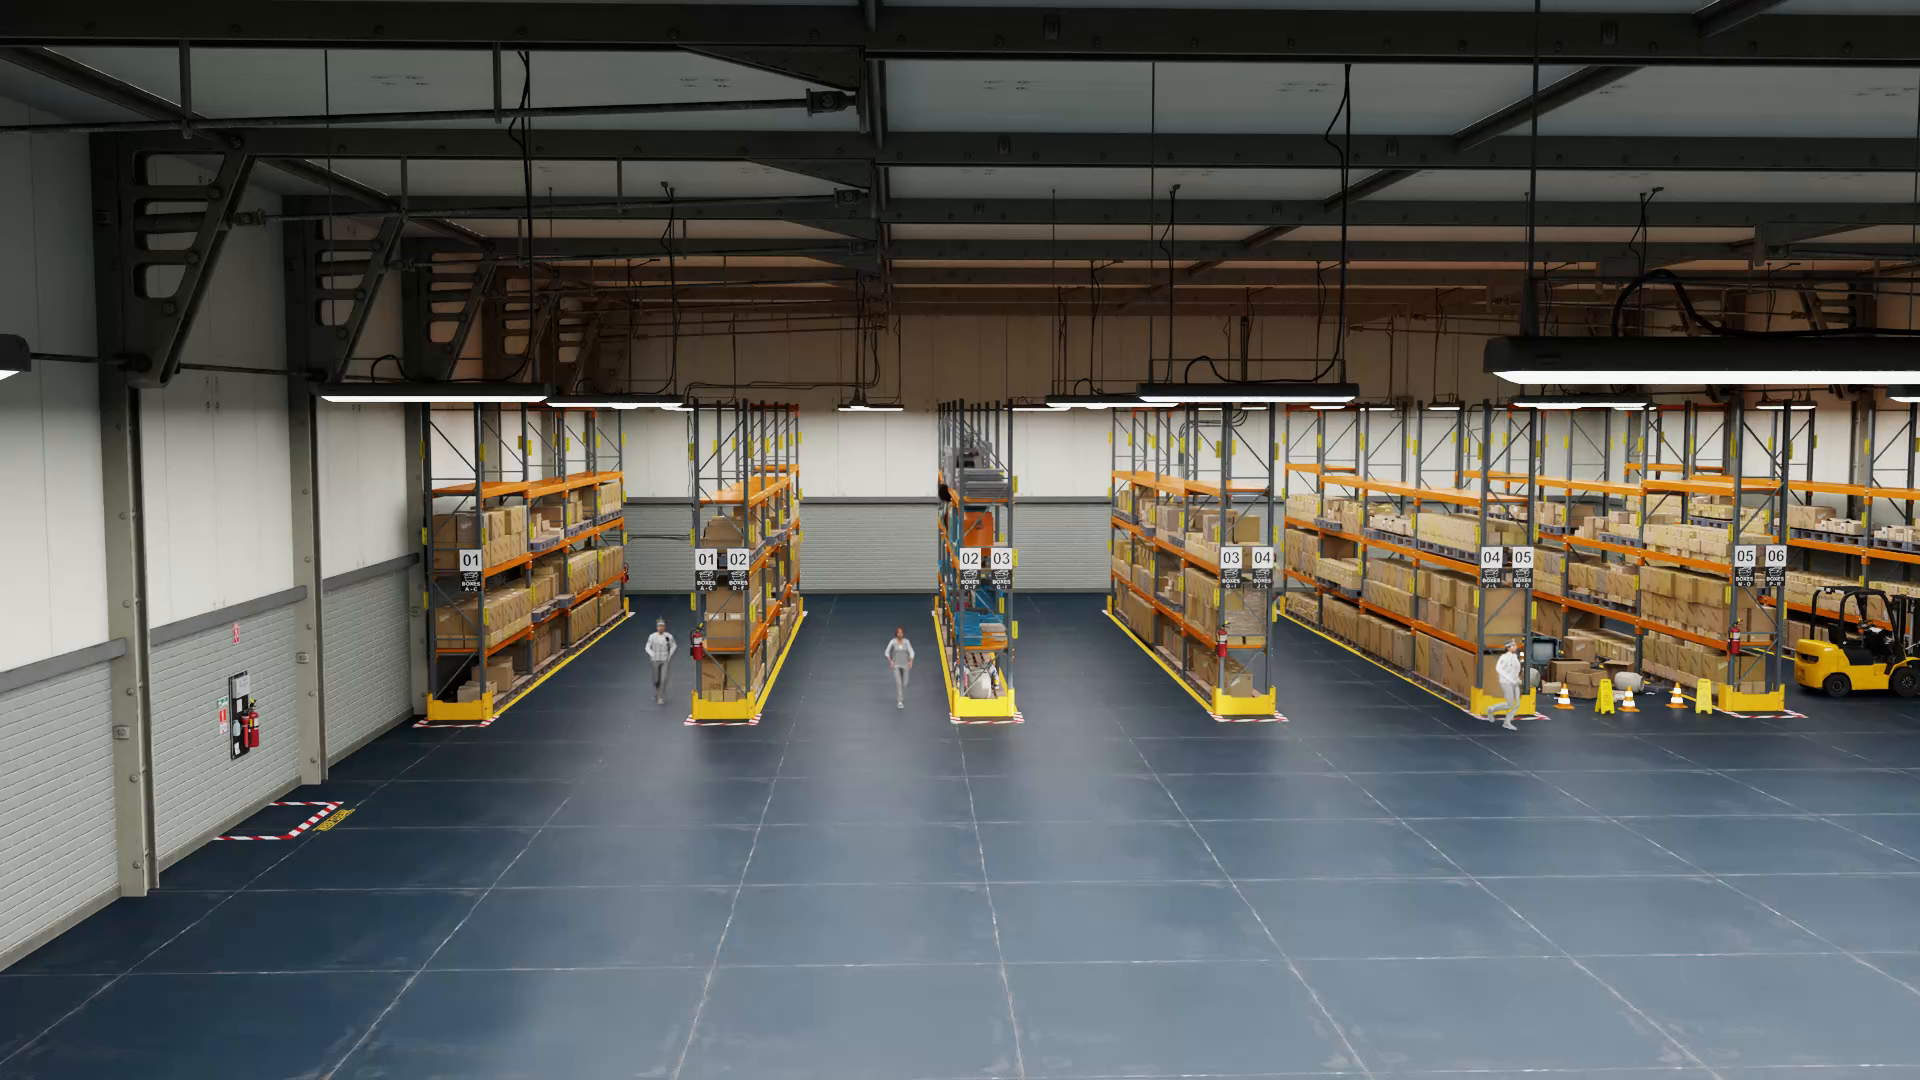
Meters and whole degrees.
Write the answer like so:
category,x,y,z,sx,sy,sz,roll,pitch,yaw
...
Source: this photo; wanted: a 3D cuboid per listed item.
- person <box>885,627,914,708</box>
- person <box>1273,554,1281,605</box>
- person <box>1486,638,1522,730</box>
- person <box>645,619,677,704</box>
category,x,y,z,sx,sy,sz,roll,pitch,yaw
person,-1.191,2.474,32.561,0.573,1.565,0.631,-1,4,-13
person,9.078,1.196,48.878,0.817,1.617,0.641,-1,4,-9
person,9.964,2.603,30.329,0.647,1.659,0.583,-4,6,-44
person,-5.922,2.384,32.956,0.611,1.670,0.720,-1,4,-11
